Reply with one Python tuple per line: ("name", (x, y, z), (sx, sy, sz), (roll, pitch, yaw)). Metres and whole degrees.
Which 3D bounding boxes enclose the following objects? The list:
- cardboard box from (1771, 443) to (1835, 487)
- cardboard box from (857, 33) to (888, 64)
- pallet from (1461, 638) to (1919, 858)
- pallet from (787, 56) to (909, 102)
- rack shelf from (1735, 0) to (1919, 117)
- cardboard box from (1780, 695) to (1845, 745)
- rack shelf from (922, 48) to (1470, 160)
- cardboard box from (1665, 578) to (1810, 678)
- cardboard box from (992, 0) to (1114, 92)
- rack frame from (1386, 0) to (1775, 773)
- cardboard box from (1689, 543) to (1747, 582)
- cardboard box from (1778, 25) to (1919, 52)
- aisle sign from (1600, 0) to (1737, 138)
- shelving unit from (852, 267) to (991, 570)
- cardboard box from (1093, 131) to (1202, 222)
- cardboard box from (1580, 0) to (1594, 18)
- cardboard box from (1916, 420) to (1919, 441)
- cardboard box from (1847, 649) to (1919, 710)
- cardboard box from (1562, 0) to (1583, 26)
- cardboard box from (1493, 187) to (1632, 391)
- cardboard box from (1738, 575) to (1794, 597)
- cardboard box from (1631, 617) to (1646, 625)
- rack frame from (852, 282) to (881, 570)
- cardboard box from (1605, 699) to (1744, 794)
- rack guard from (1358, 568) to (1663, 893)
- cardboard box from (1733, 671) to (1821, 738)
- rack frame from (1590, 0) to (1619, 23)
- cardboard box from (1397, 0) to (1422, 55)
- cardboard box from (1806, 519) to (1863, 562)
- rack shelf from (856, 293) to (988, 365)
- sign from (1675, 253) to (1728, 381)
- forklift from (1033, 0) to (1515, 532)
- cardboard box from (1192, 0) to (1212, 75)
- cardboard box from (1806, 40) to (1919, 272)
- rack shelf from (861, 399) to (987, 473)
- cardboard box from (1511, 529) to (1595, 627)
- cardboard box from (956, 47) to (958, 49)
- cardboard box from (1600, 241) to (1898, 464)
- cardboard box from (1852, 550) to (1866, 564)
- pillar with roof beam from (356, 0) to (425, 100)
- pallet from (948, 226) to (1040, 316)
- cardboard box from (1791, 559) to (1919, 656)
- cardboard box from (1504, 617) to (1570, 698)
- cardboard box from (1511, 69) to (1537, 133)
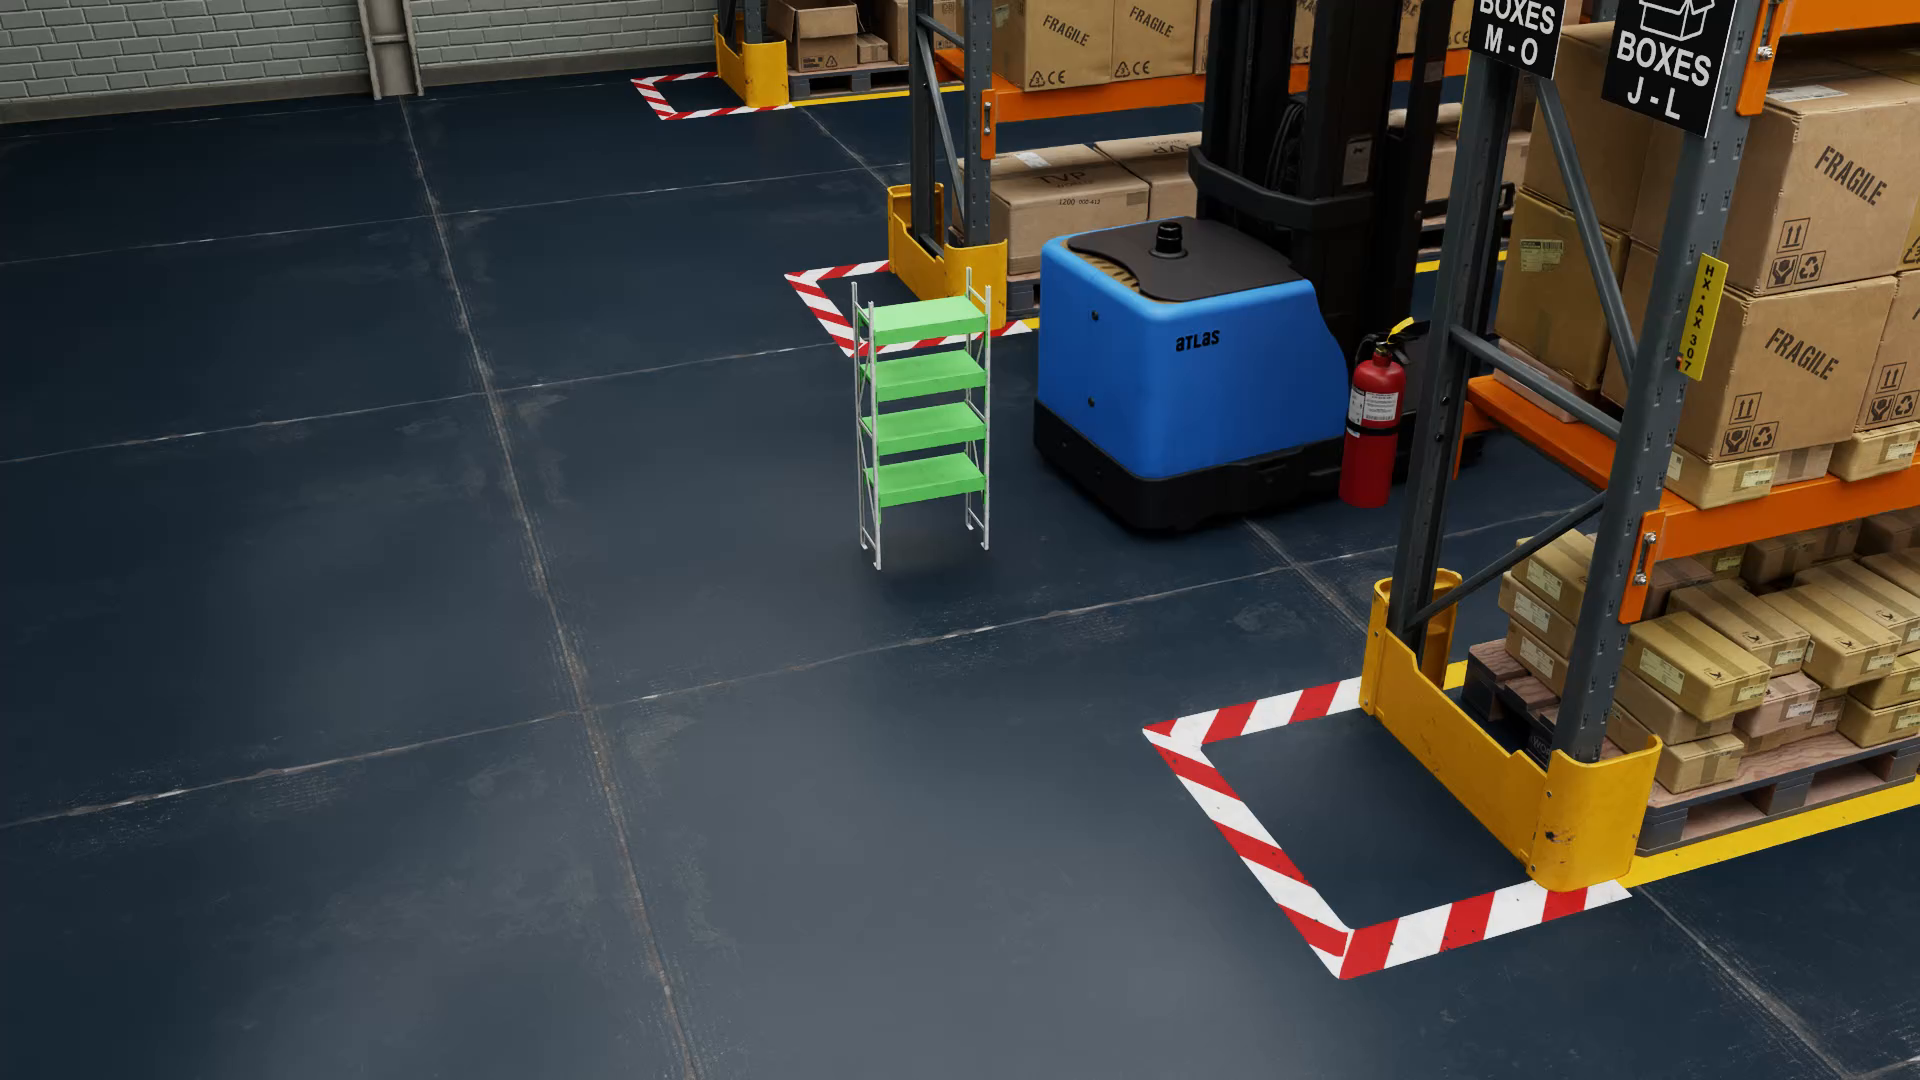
("cardboard box", (2.399, -0.319, 5.033), (0.250, 0.149, 0.380), (-9, 31, -16))
("cardboard box", (-0.780, -4.103, 13.877), (0.250, 0.149, 0.380), (-12, 32, -20))
("pallet", (2.602, 0.614, 5.959), (1.213, 0.211, 1.003), (-10, 31, -18))
("pallet", (-0.980, -3.982, 14.026), (1.213, 0.211, 1.003), (-10, 31, -18))
("rack shelf", (3.631, -1.797, 5.070), (4.000, 0.370, 1.077), (-10, 31, -18))
("cardboard box", (2.807, 0.524, 5.755), (0.250, 0.149, 0.380), (-10, 31, -17))
("rack shelf", (1.810, -2.772, 9.813), (4.000, 0.370, 1.077), (-10, 31, -18))
("cardboard box", (2.583, 0.301, 5.546), (0.250, 0.149, 0.380), (-10, 31, -17))
("cardboard box", (0.486, -2.733, 8.916), (0.500, 0.500, 0.500), (-11, 31, -18))
("rack frame", (1.757, -0.461, 5.028), (0.127, 3.000, 1.000), (-10, 31, -18))
("cardboard box", (2.619, 0.008, 6.061), (0.250, 0.149, 0.380), (-11, 32, -19))
("cardboard box", (2.574, -1.350, 5.177), (0.500, 0.500, 0.500), (-12, 32, -19))
("aisle sign", (1.793, -1.438, 4.119), (0.004, 0.787, 0.394), (-10, 31, -18))
("shelving unit", (-0.155, -0.493, 6.903), (0.503, 1.200, 0.258), (-10, 31, -18))
("cardboard box", (1.375, -2.131, 10.125), (0.875, 0.438, 0.875), (-10, 31, -16))
("cardboard box", (4.189, -3.319, 10.196), (0.500, 0.250, 0.500), (-11, 32, -19))
("cardboard box", (2.865, -0.448, 5.261), (0.250, 0.149, 0.380), (-9, 31, -15))
("cardboard box", (3.091, 0.397, 5.679), (0.250, 0.149, 0.380), (-9, 31, -16))
("cardboard box", (3.339, -3.275, 9.867), (0.500, 0.500, 0.500), (-10, 31, -17))
("cardboard box", (2.088, -0.830, 5.276), (0.500, 0.500, 0.500), (-10, 31, -17))
("cardboard box", (2.926, 0.154, 6.105), (0.250, 0.149, 0.380), (-11, 31, -18))
("cardboard box", (2.416, 0.223, 5.984), (0.250, 0.149, 0.380), (-11, 32, -19))
("rack frame", (-0.384, -0.451, 6.829), (0.015, 1.200, 0.240), (-10, 31, -18))
("cardboard box", (2.359, 0.654, 5.528), (0.250, 0.149, 0.380), (-10, 31, -17))
("rack guard", (1.828, 0.612, 5.670), (0.348, 0.500, 1.175), (-10, 31, -18))
("cardboard box", (2.614, 0.474, 5.543), (0.250, 0.149, 0.380), (-11, 31, -18))
("rack frame", (3.685, -3.430, 10.241), (0.127, 3.000, 1.000), (-10, 31, -18))
("cardboard box", (2.393, -3.090, 9.543), (0.500, 0.500, 0.500), (-11, 31, -18))
("cardboard box", (3.116, -0.080, 6.215), (0.250, 0.149, 0.380), (-9, 31, -16))
("rack shelf", (-0.155, -0.854, 6.697), (0.480, 0.148, 0.258), (-10, 31, -18))
("sign", (1.946, -0.585, 4.372), (0.005, 0.325, 0.100), (-10, 31, -18))
("forklift", (1.902, -1.802, 7.452), (3.031, 2.935, 1.130), (-14, 32, -23))
("cardboard box", (1.433, -2.913, 9.231), (0.500, 0.500, 0.500), (-11, 31, -18))
("cardboard box", (2.741, -1.112, 4.760), (0.500, 0.500, 0.500), (-10, 31, -16))
("rack shelf", (-0.155, -0.437, 6.934), (0.480, 0.148, 0.258), (-10, 31, -18))
("cardboard box", (2.165, 0.128, 5.850), (0.250, 0.149, 0.380), (-10, 31, -17))
("cardboard box", (0.153, -4.374, 13.999), (0.500, 0.500, 0.500), (-10, 31, -17))
("cardboard box", (2.274, -0.583, 4.841), (0.500, 0.500, 0.500), (-9, 31, -15))
("cardboard box", (3.366, 0.021, 6.338), (0.250, 0.149, 0.380), (-9, 31, -15))
("pillar with roof beam", (-3.139, -5.604, 7.996), (0.400, 9.000, 9.100), (-10, 31, -18))
("pallet", (0.658, -1.702, 10.025), (1.213, 0.211, 1.003), (-10, 31, -18))
("cardboard box", (3.067, 0.236, 5.661), (0.250, 0.149, 0.380), (-12, 32, -20))
("cardboard box", (2.177, 0.408, 5.960), (0.250, 0.149, 0.380), (-10, 31, -17))
("cardboard box", (4.238, -2.834, 10.916), (0.875, 0.875, 0.875), (-9, 31, -16))
